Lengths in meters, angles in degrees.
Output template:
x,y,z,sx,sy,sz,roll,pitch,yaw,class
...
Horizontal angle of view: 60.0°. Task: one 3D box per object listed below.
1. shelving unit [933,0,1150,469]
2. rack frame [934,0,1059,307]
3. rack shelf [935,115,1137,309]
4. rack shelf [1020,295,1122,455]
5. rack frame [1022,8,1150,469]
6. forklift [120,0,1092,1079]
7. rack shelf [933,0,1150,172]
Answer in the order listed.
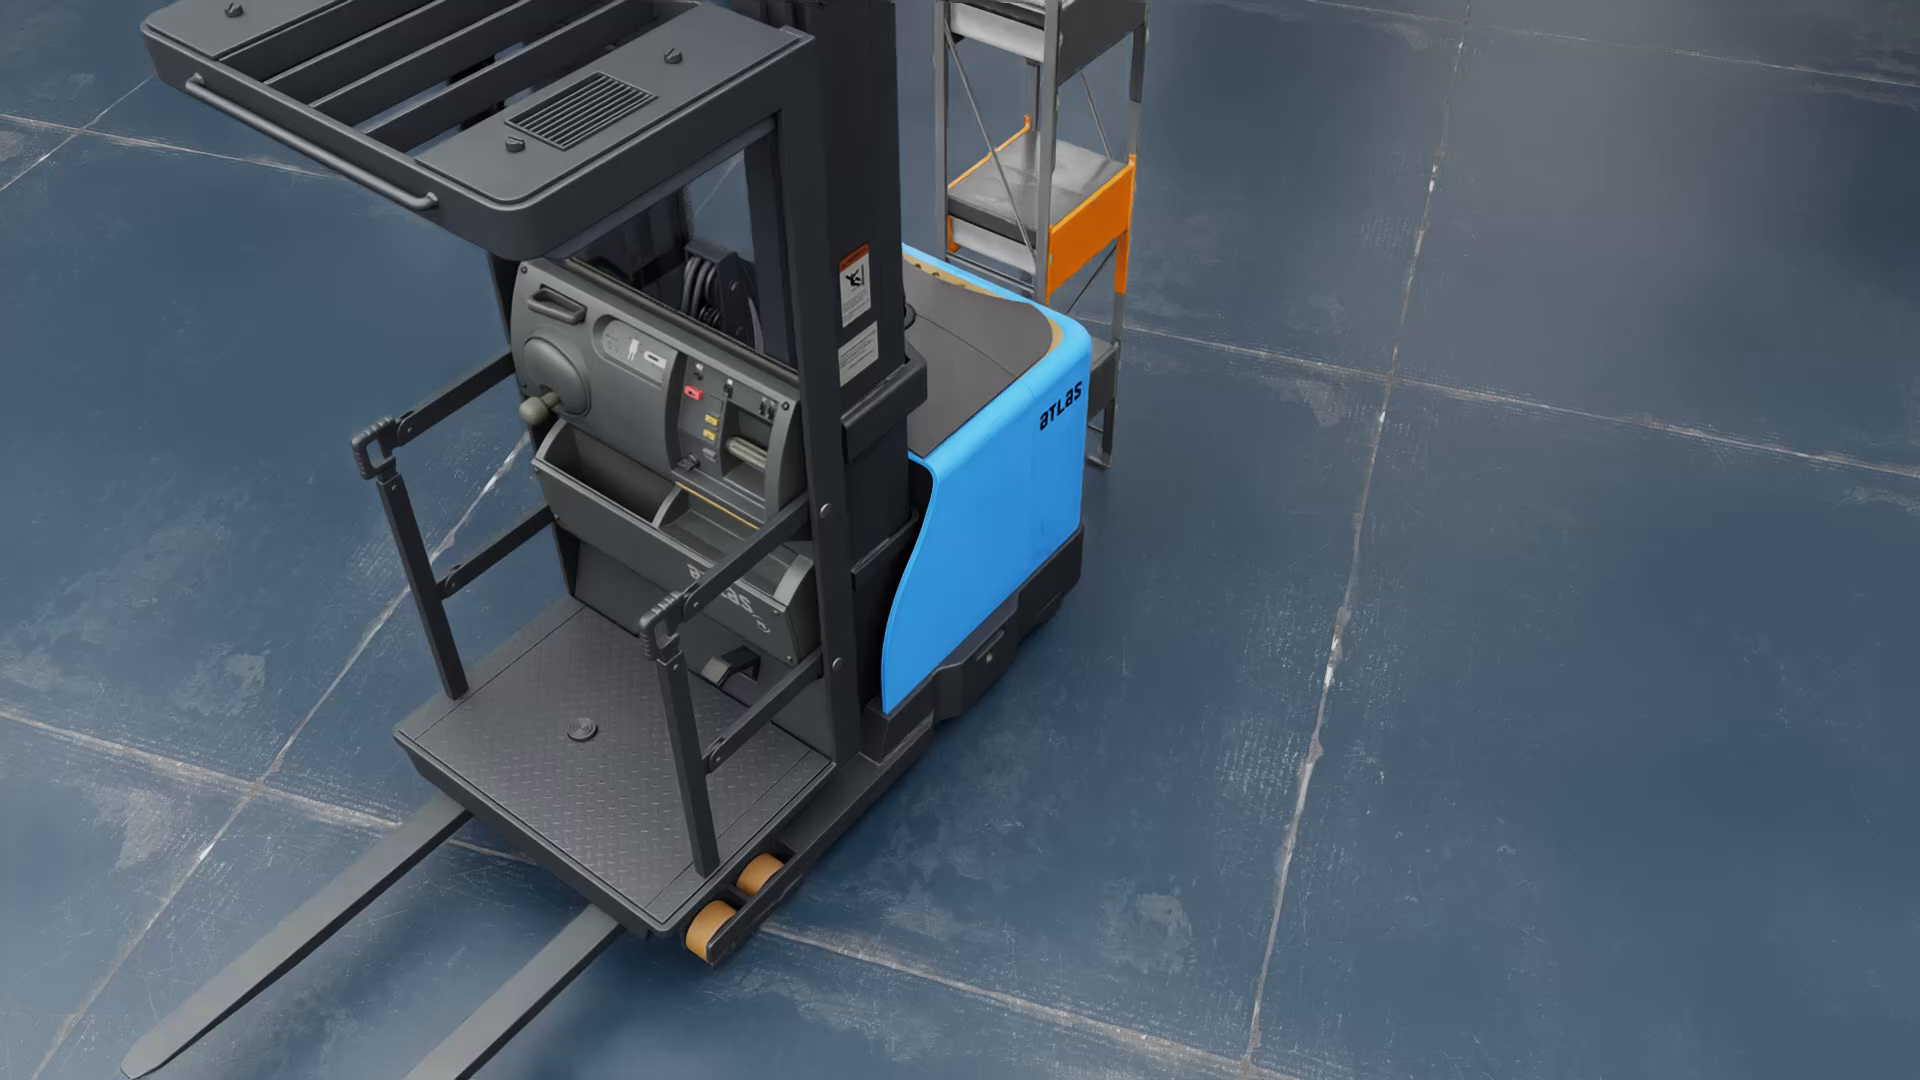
x,y,z,sx,sy,sz,roll,pitch,yaw,class
0.237,-0.954,5.223,0.431,2.100,0.503,27,50,25,shelving unit
0.094,-0.815,5.082,0.400,2.100,0.015,27,50,25,rack frame
0.237,-0.944,5.233,0.431,0.518,0.480,27,50,25,rack shelf
0.237,-0.443,5.722,0.431,0.518,0.480,27,50,25,rack shelf
0.379,-1.092,5.365,0.400,2.100,0.015,27,50,25,rack frame
-0.892,-0.287,3.948,1.130,2.935,3.031,28,51,26,forklift
0.237,-1.444,4.743,0.431,0.518,0.480,27,50,25,rack shelf
